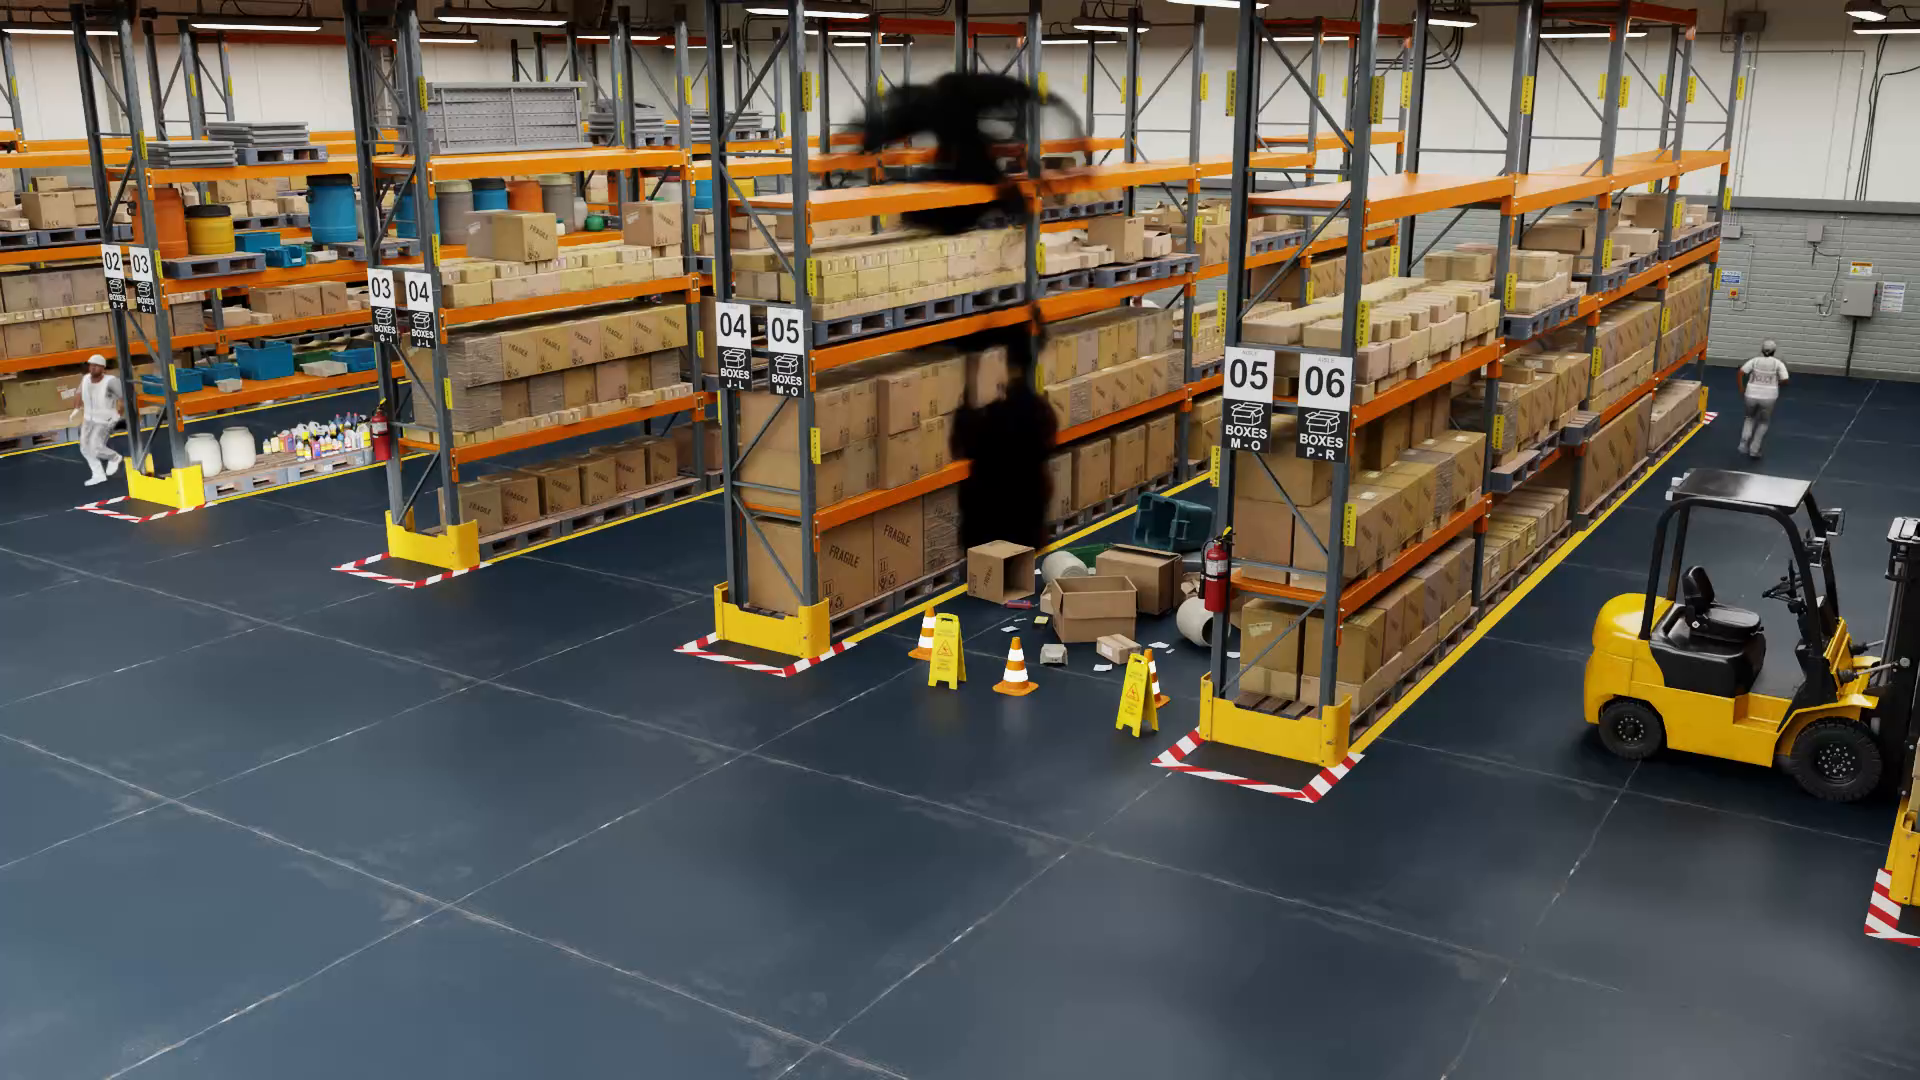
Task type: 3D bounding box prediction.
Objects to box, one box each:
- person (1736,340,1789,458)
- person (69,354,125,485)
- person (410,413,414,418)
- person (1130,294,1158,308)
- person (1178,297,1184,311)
[{"bbox_3d":[11.206,-1.980,23.252,0.661,1.639,0.572,11,19,34],"label":"person"},{"bbox_3d":[-11.193,-1.562,21.663,0.733,1.727,0.553,4,16,15],"label":"person"},{"bbox_3d":[-8.404,-2.835,26.214,0.583,1.696,0.895,10,18,31],"label":"person"},{"bbox_3d":[3.028,-3.472,28.353,0.663,1.764,0.980,8,17,26],"label":"person"},{"bbox_3d":[3.653,-2.999,26.731,0.672,1.843,0.924,13,20,38],"label":"person"}]
